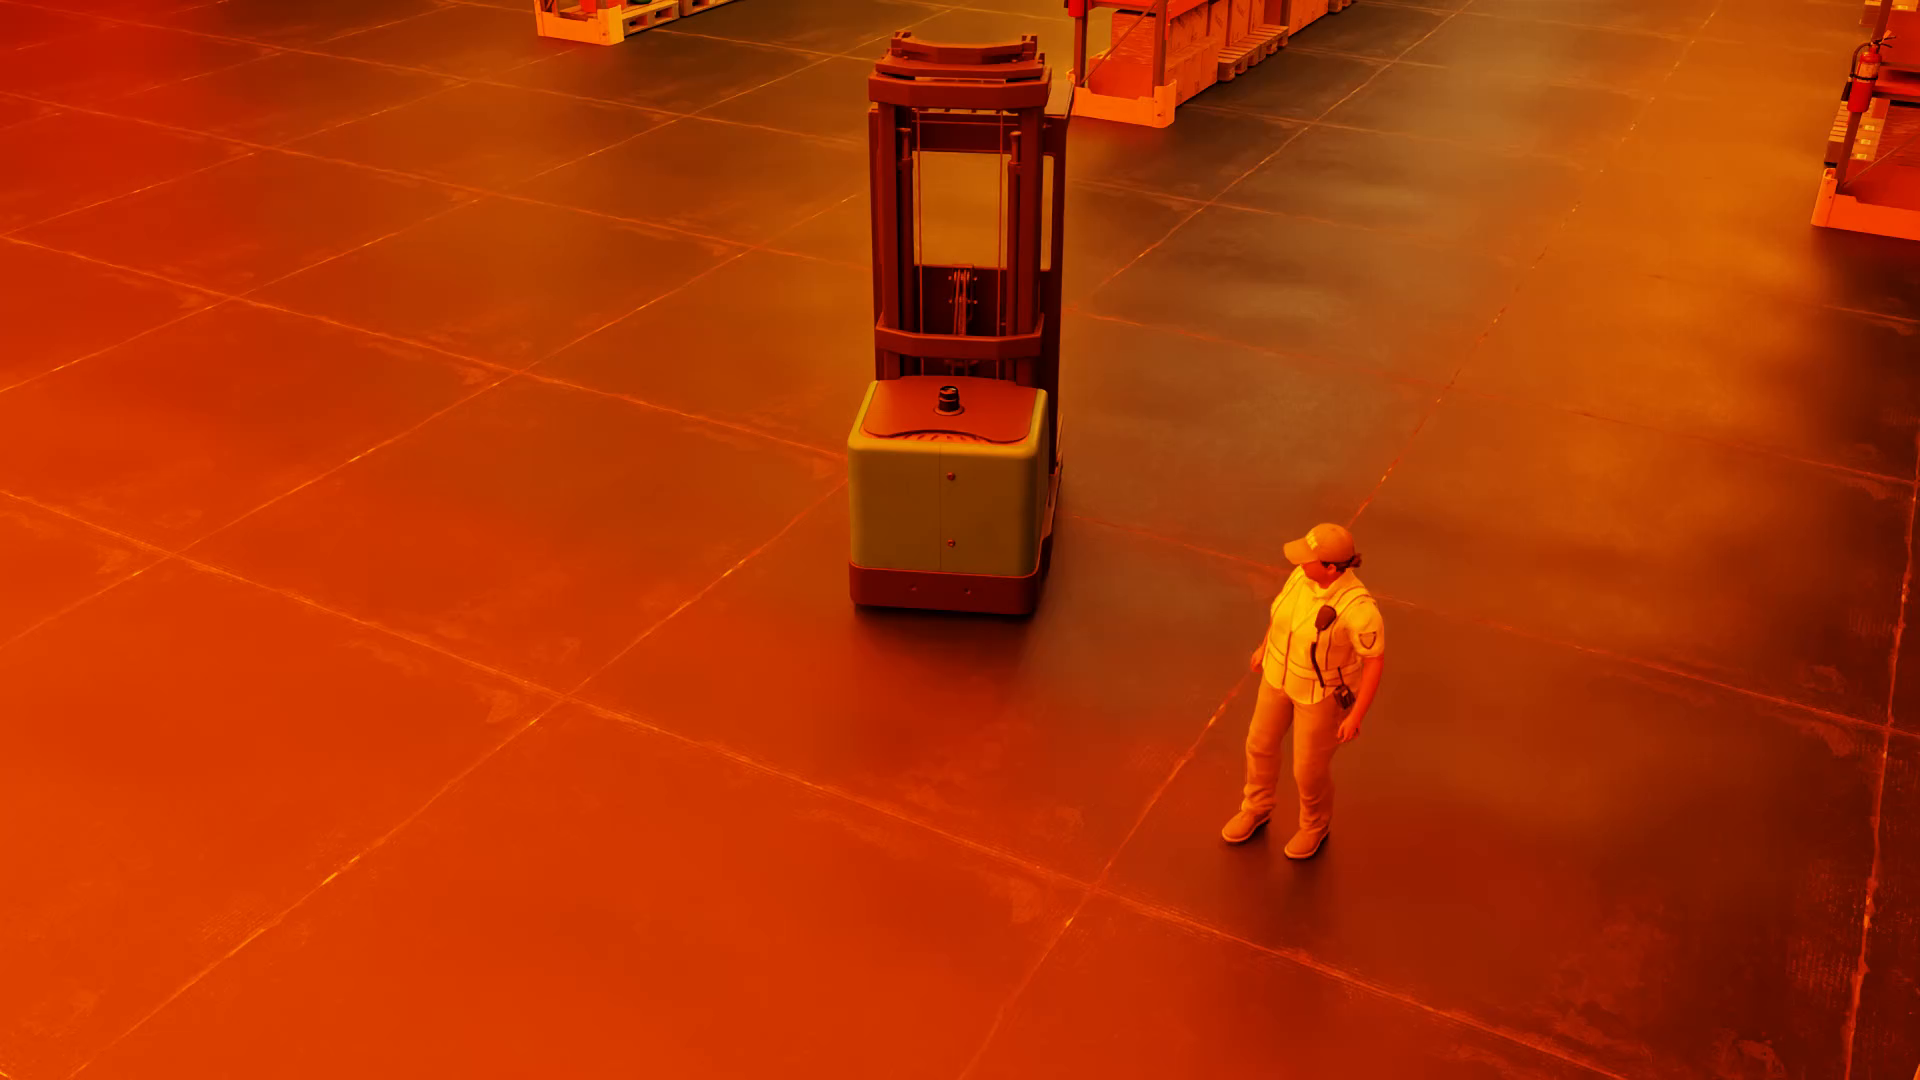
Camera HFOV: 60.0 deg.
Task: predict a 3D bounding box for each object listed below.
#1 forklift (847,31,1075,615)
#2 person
[{"bbox_3d":[0.072,-1.572,9.794,1.130,2.935,3.031,3,30,6],"label":"forklift"},{"bbox_3d":[1.485,0.648,7.226,0.470,1.659,0.643,-22,36,-33],"label":"person"}]
